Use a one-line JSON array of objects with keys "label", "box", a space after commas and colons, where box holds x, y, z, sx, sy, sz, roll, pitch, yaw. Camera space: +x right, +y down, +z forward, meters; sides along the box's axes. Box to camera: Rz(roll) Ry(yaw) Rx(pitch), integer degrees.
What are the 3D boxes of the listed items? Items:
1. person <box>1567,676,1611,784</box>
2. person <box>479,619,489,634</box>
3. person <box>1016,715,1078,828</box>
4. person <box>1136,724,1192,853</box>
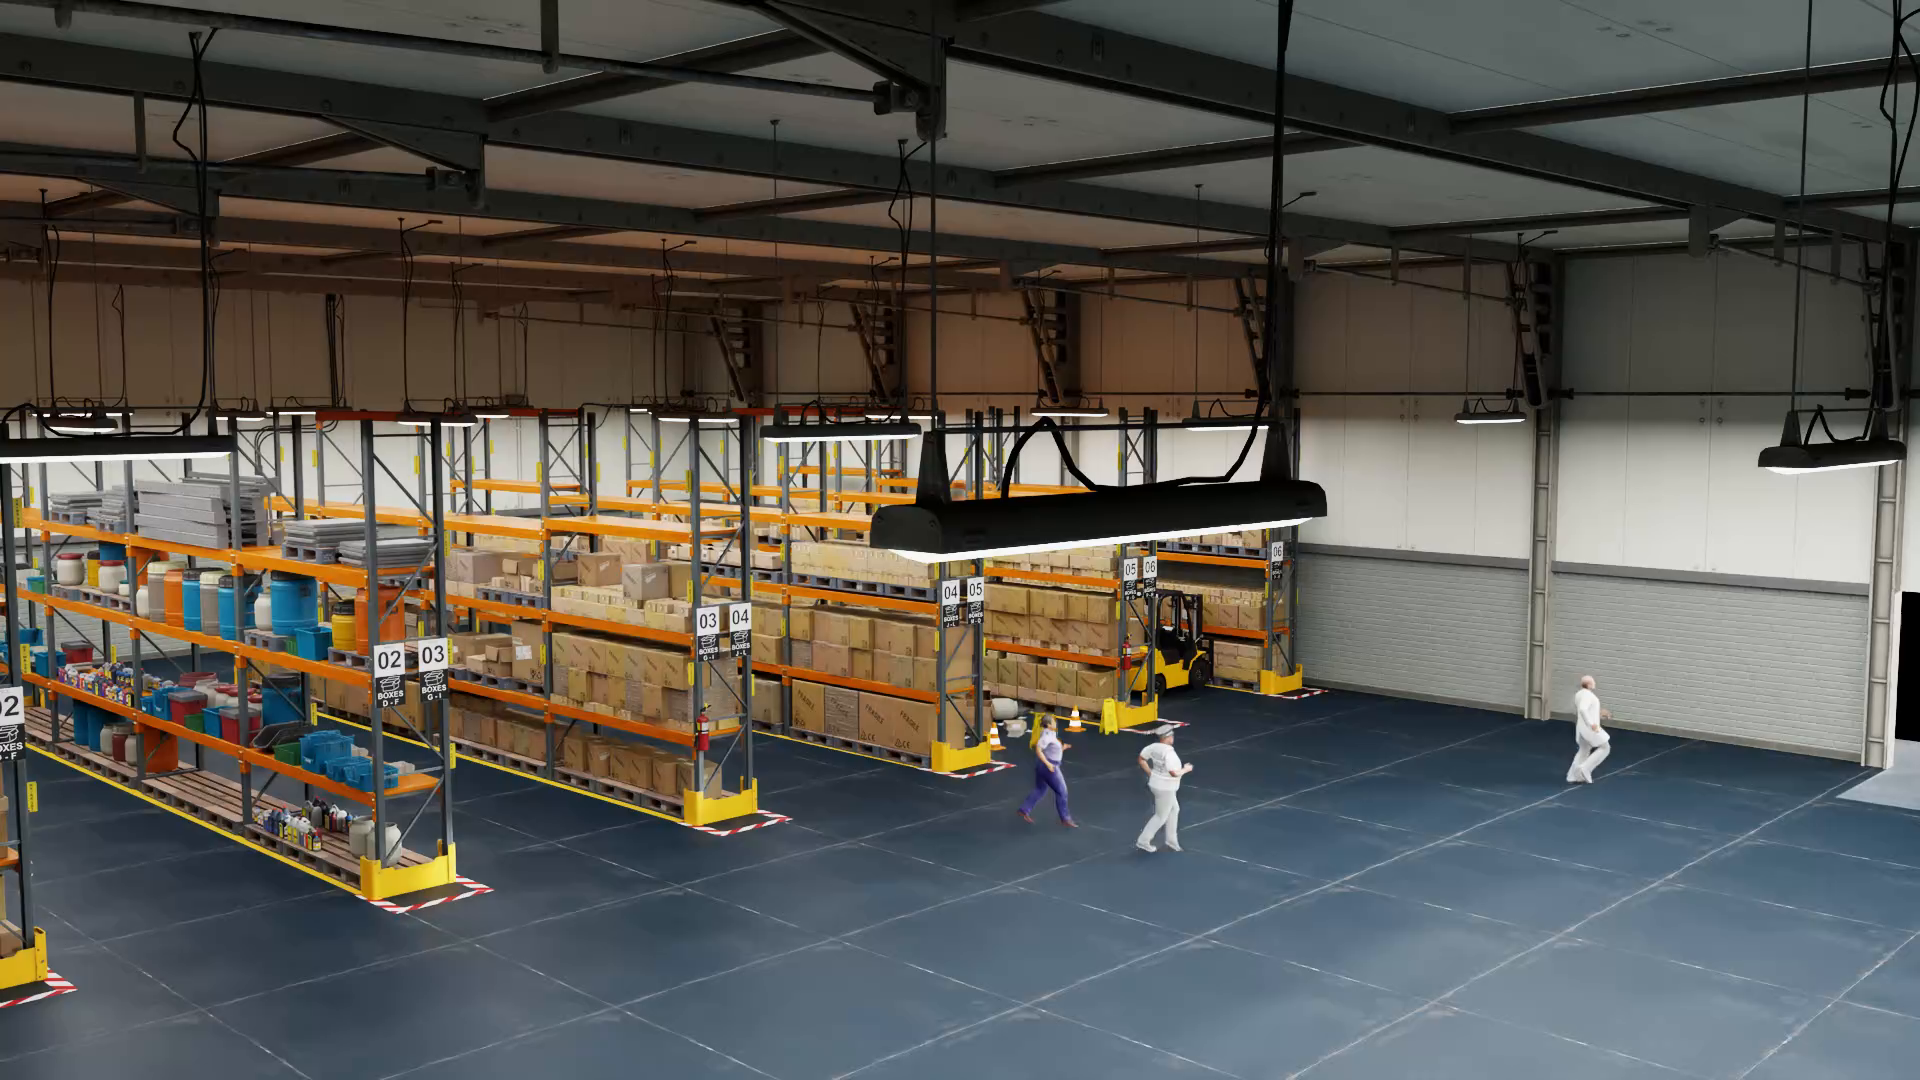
[{"label": "person", "box": [10.205, 3.065, 26.908, 0.712, 1.747, 0.680, 0, 5, -5]}, {"label": "person", "box": [-11.574, 1.893, 40.501, 0.607, 1.697, 0.737, -1, 5, -6]}, {"label": "person", "box": [1.281, 3.358, 24.144, 0.877, 1.671, 0.594, -1, 5, -12]}, {"label": "person", "box": [2.779, 3.443, 22.762, 0.819, 1.848, 0.643, -1, 5, -16]}]
